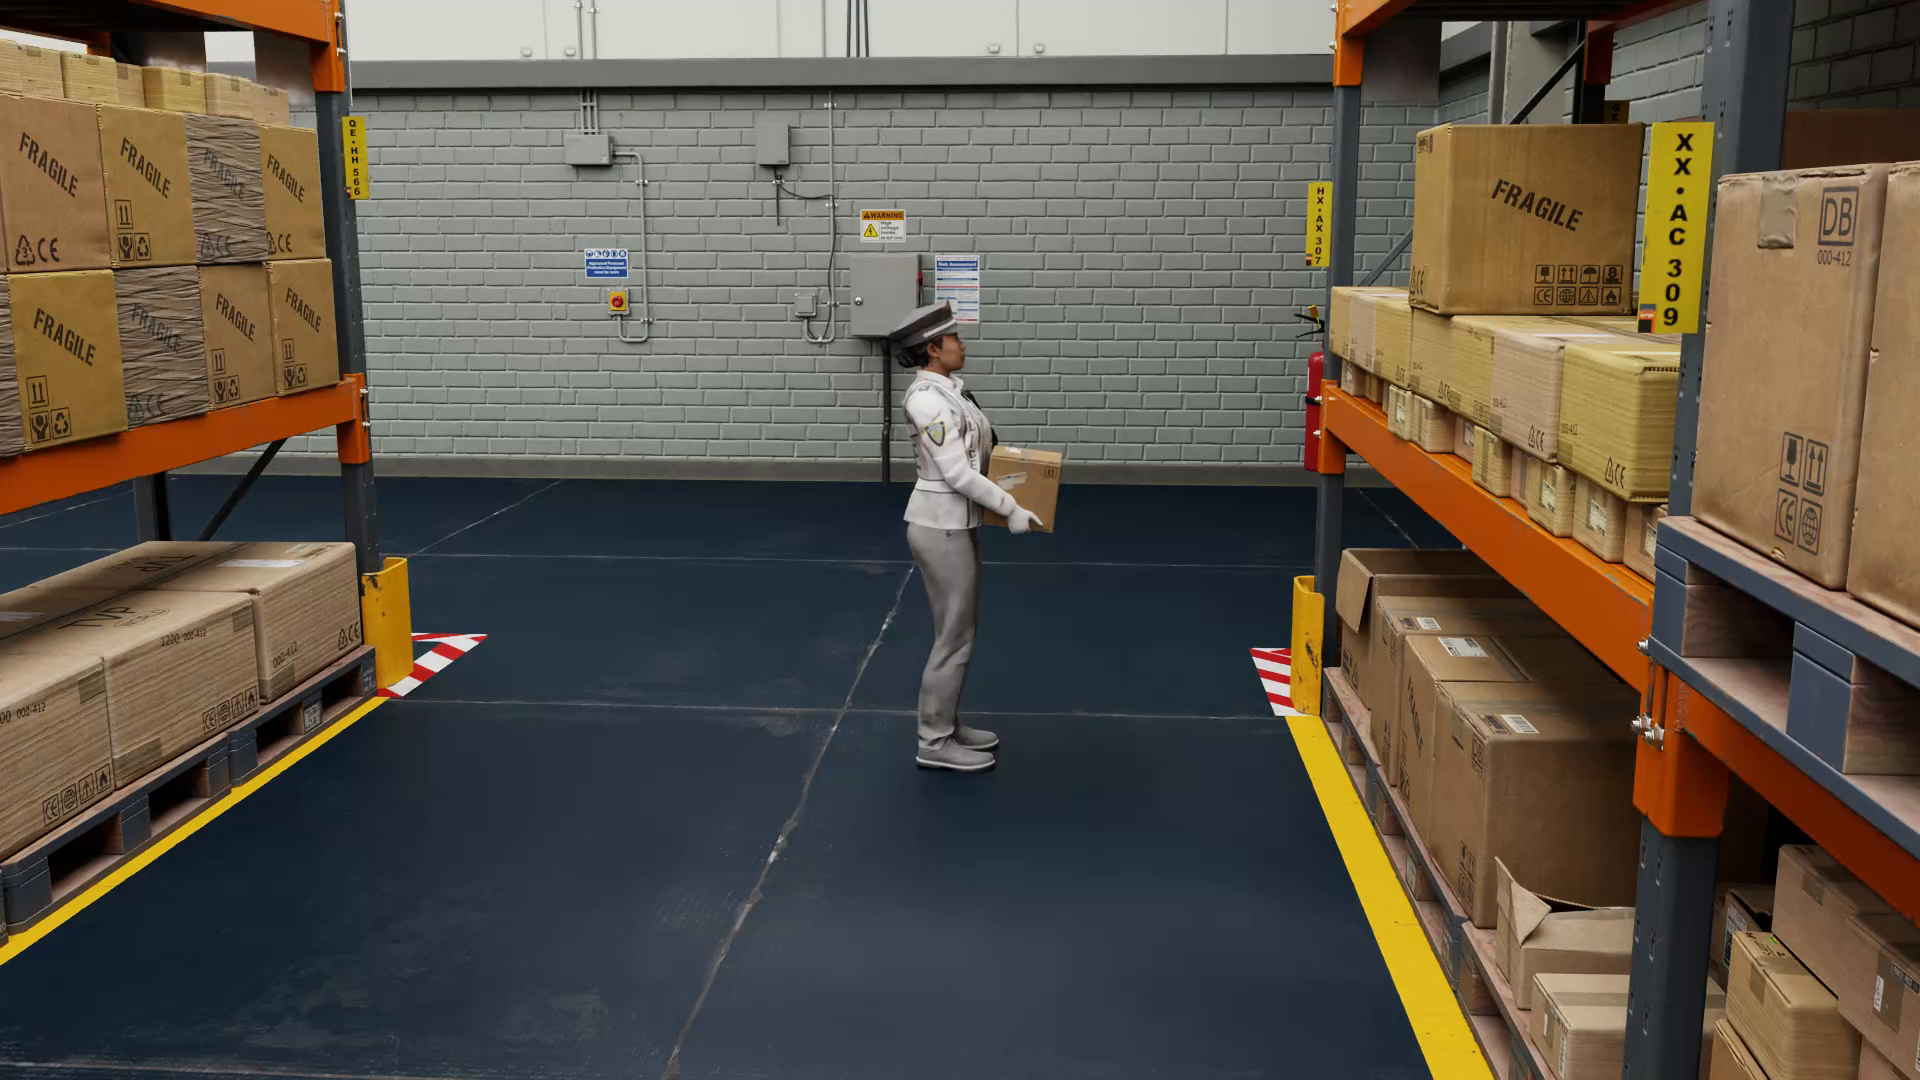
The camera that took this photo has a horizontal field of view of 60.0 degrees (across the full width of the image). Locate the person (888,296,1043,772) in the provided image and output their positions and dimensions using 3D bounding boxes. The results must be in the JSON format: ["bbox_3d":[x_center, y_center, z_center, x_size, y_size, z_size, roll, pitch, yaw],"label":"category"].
[{"bbox_3d":[0.024,-0.026,6.000,0.556,1.686,0.459,1,11,4],"label":"person"}]
